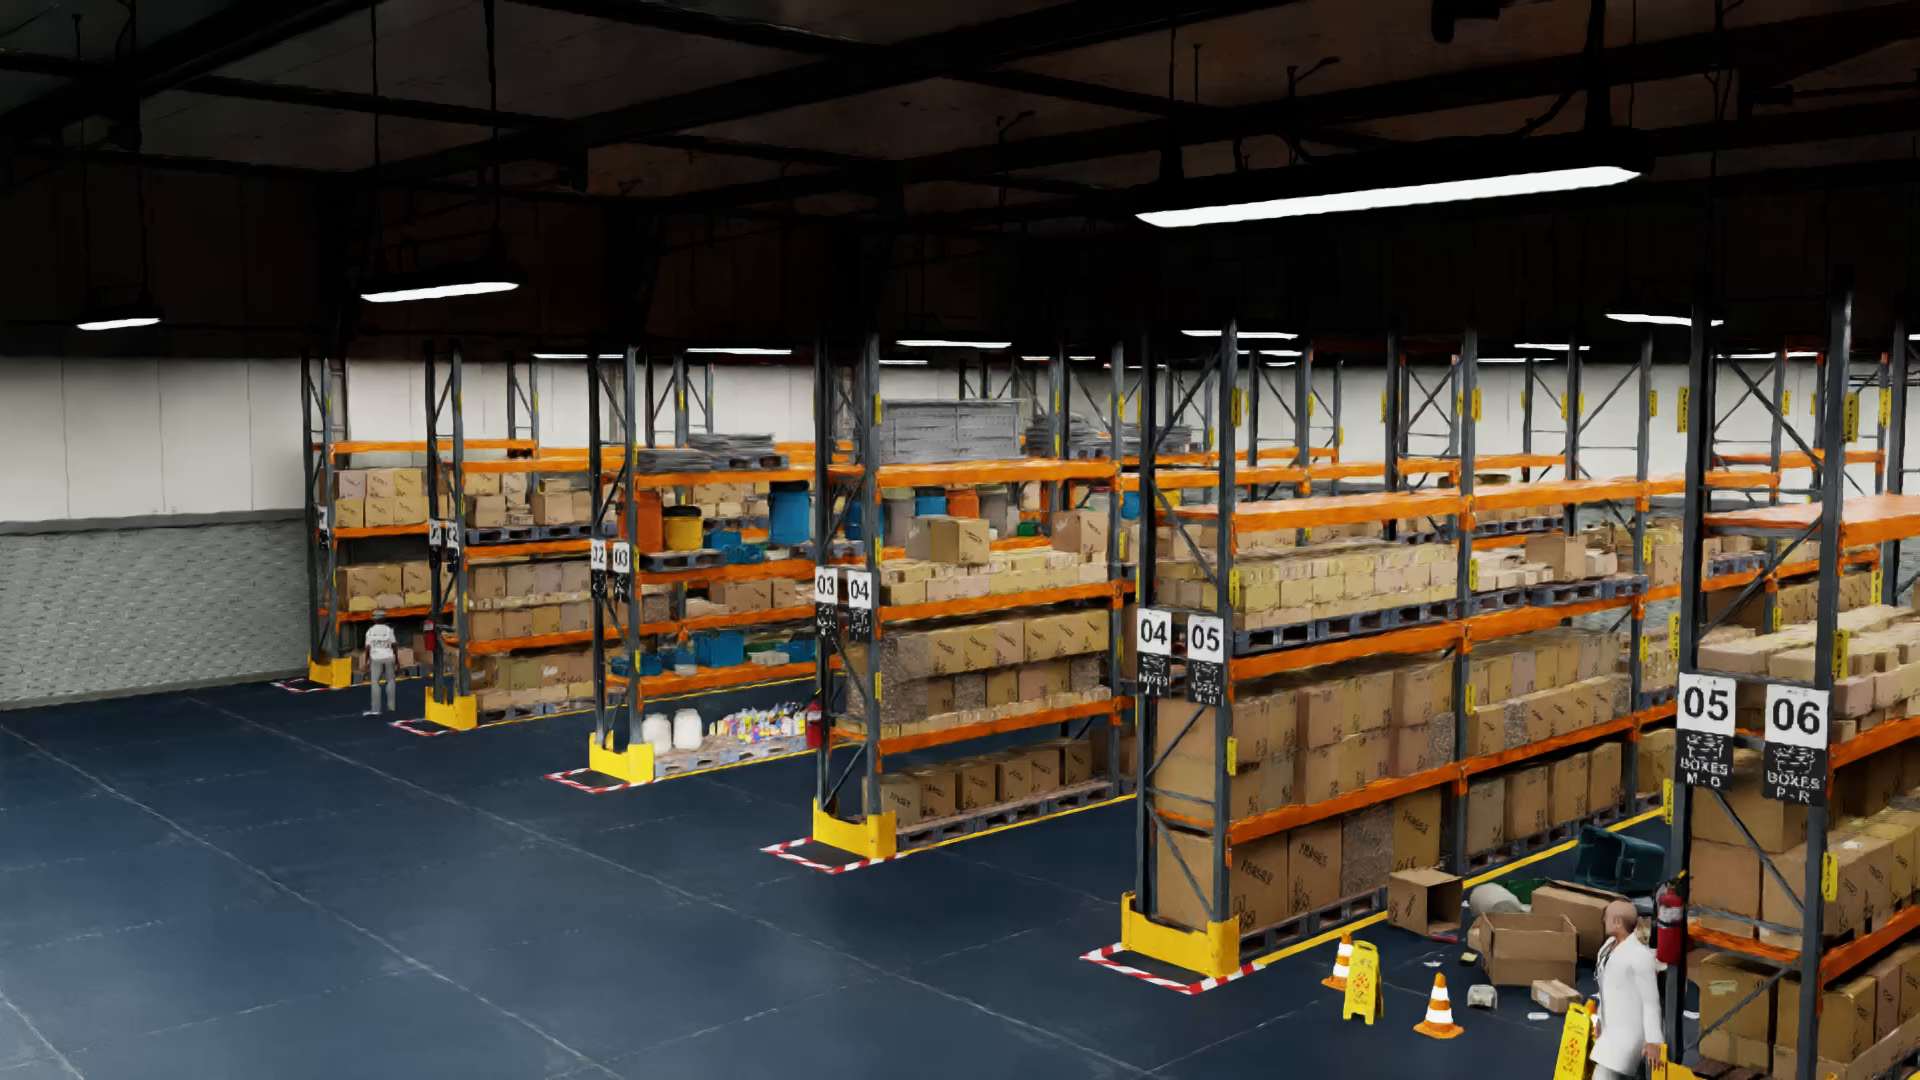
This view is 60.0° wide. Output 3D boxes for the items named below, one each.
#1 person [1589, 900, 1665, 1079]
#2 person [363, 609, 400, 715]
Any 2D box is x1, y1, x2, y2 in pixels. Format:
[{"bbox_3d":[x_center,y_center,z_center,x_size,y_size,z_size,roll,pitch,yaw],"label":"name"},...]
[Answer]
[{"bbox_3d":[4.448,3.292,11.090,0.532,1.764,0.699,1,5,7],"label":"person"},{"bbox_3d":[-9.360,1.963,26.853,0.625,1.660,0.468,-3,6,-32],"label":"person"}]
